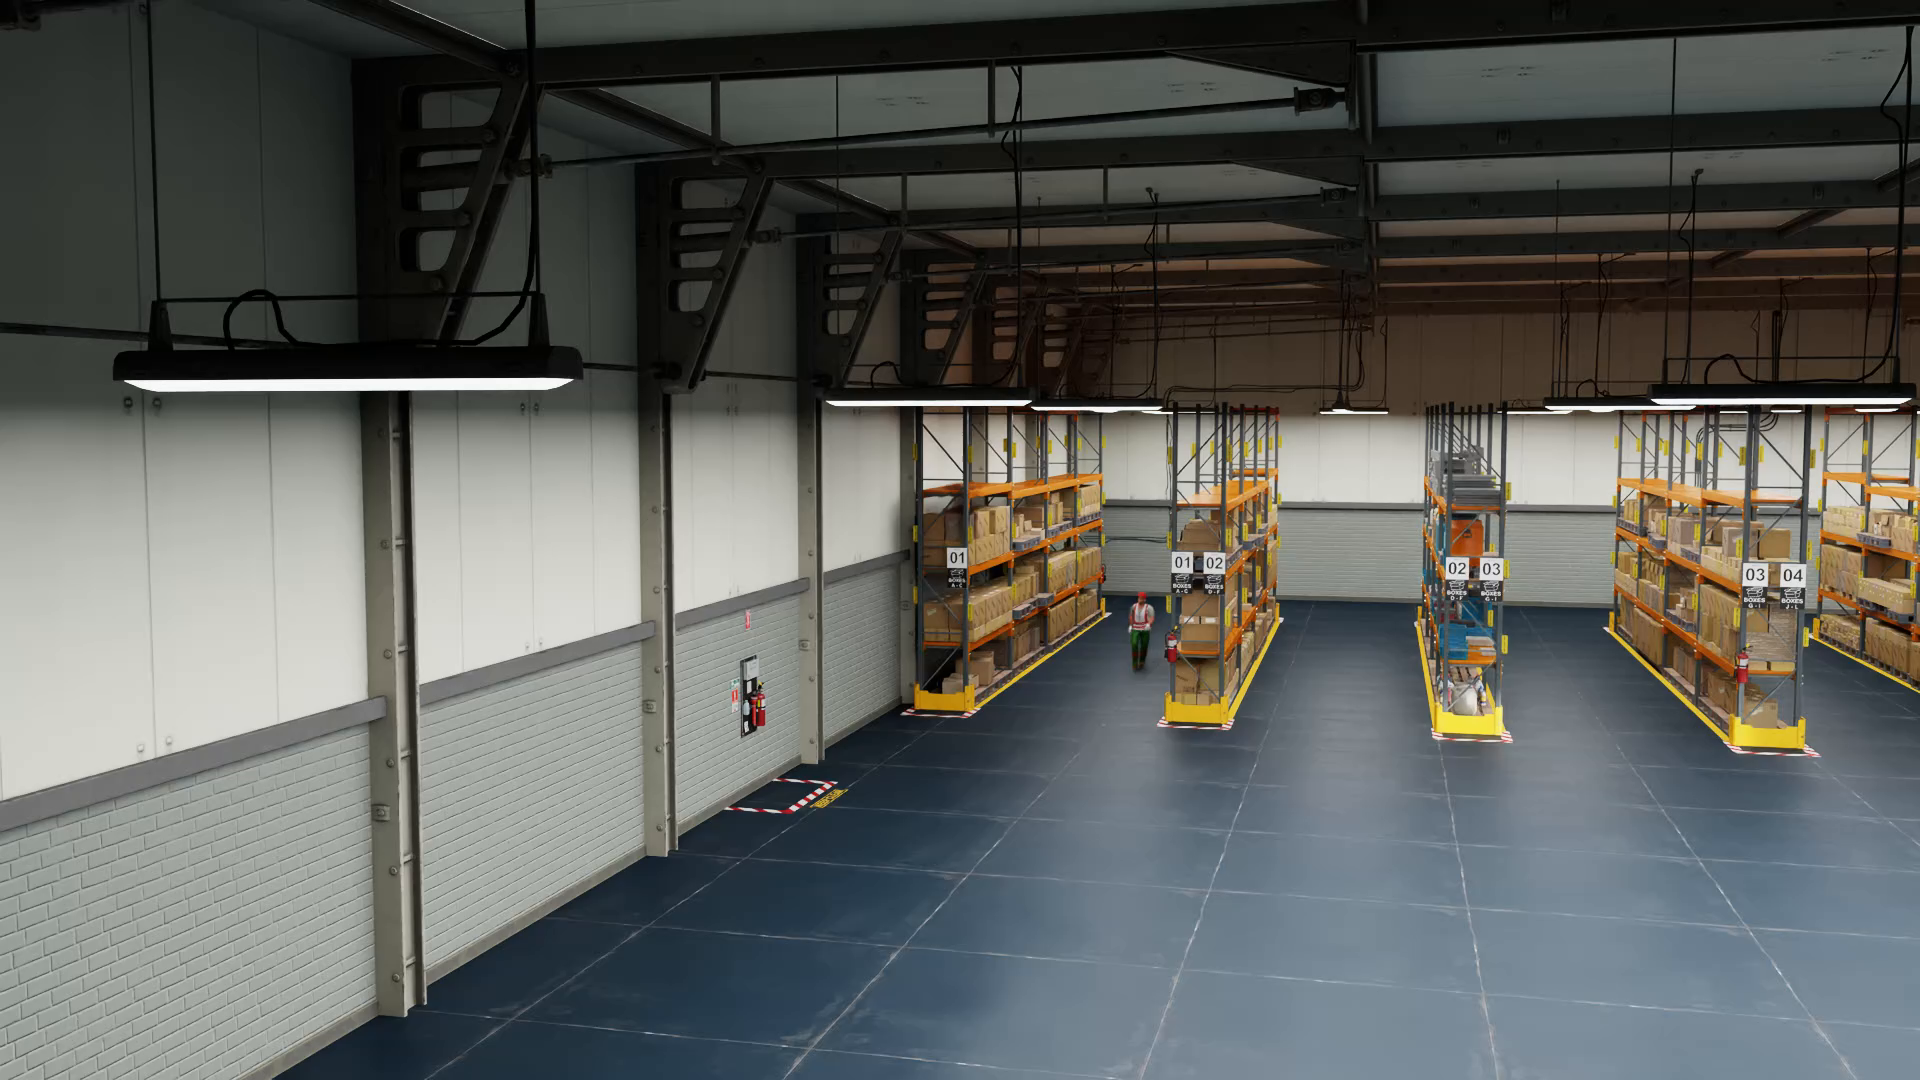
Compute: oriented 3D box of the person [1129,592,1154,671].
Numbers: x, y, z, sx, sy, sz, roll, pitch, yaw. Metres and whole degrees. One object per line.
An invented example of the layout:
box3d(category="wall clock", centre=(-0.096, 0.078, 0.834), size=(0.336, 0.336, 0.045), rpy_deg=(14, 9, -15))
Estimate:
box3d(category="person", centre=(4.126, 2.086, 37.919), size=(0.606, 1.812, 0.877), rpy_deg=(1, 4, 14))
